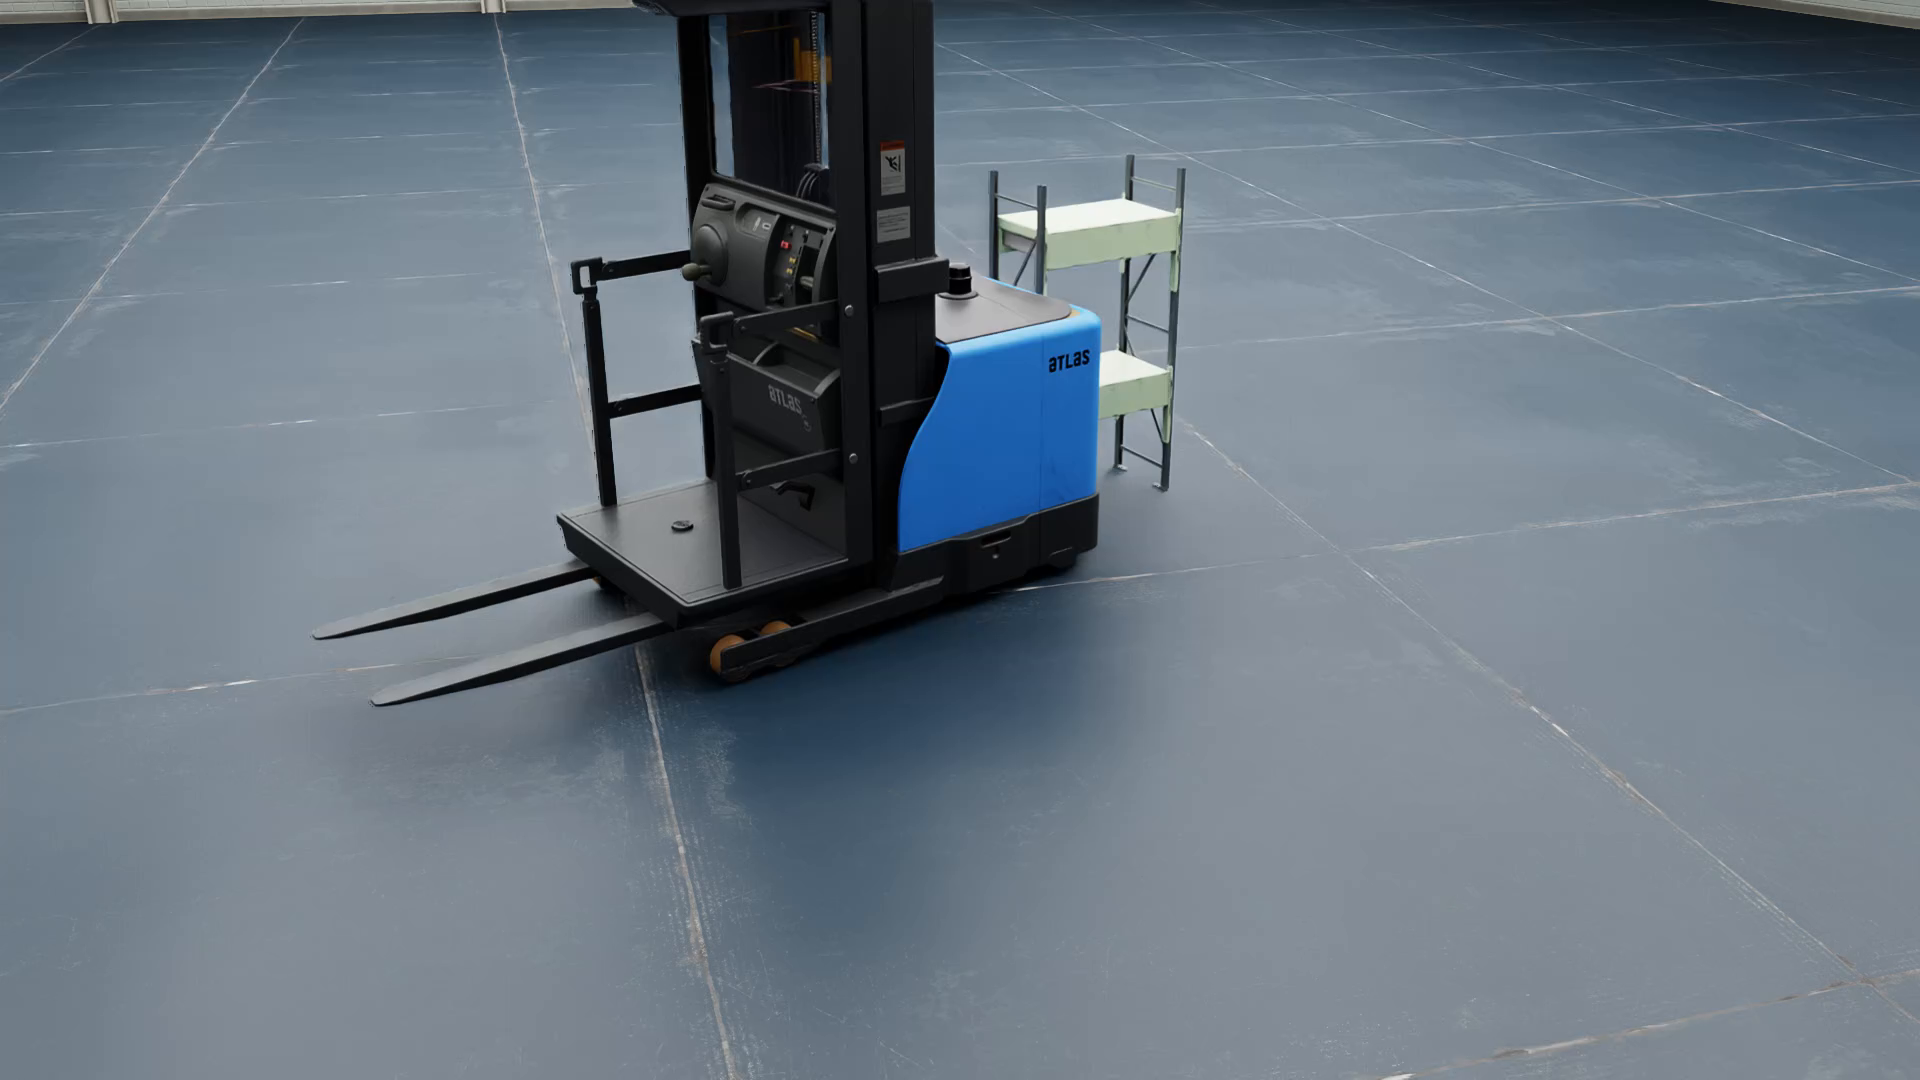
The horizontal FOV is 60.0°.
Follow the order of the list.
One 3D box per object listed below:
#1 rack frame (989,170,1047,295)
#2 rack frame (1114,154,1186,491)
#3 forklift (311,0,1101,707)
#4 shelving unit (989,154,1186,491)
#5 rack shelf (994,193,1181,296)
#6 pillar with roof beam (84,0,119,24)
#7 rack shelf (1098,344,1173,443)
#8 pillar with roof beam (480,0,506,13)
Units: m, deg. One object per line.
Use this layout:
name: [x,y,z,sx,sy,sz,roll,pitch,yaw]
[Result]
rack frame: [0.242,-0.837,7.298,0.023,1.500,0.400,-14,27,-29]
rack frame: [0.864,-0.989,7.653,0.023,1.500,0.400,-14,27,-29]
forklift: [-0.900,-1.066,6.018,3.031,2.935,1.130,-17,28,-34]
shelving unit: [0.553,-0.913,7.476,0.755,1.500,0.431,-14,27,-29]
rack shelf: [0.553,-1.272,7.322,0.720,0.370,0.431,-14,27,-29]
pillar with roof beam: [-12.437,-10.725,20.832,0.400,9.000,9.100,-6,24,-14]
rack shelf: [0.553,-0.613,7.604,0.720,0.370,0.431,-14,27,-29]
pillar with roof beam: [-6.660,-11.364,22.321,0.400,9.000,9.100,-6,24,-14]
